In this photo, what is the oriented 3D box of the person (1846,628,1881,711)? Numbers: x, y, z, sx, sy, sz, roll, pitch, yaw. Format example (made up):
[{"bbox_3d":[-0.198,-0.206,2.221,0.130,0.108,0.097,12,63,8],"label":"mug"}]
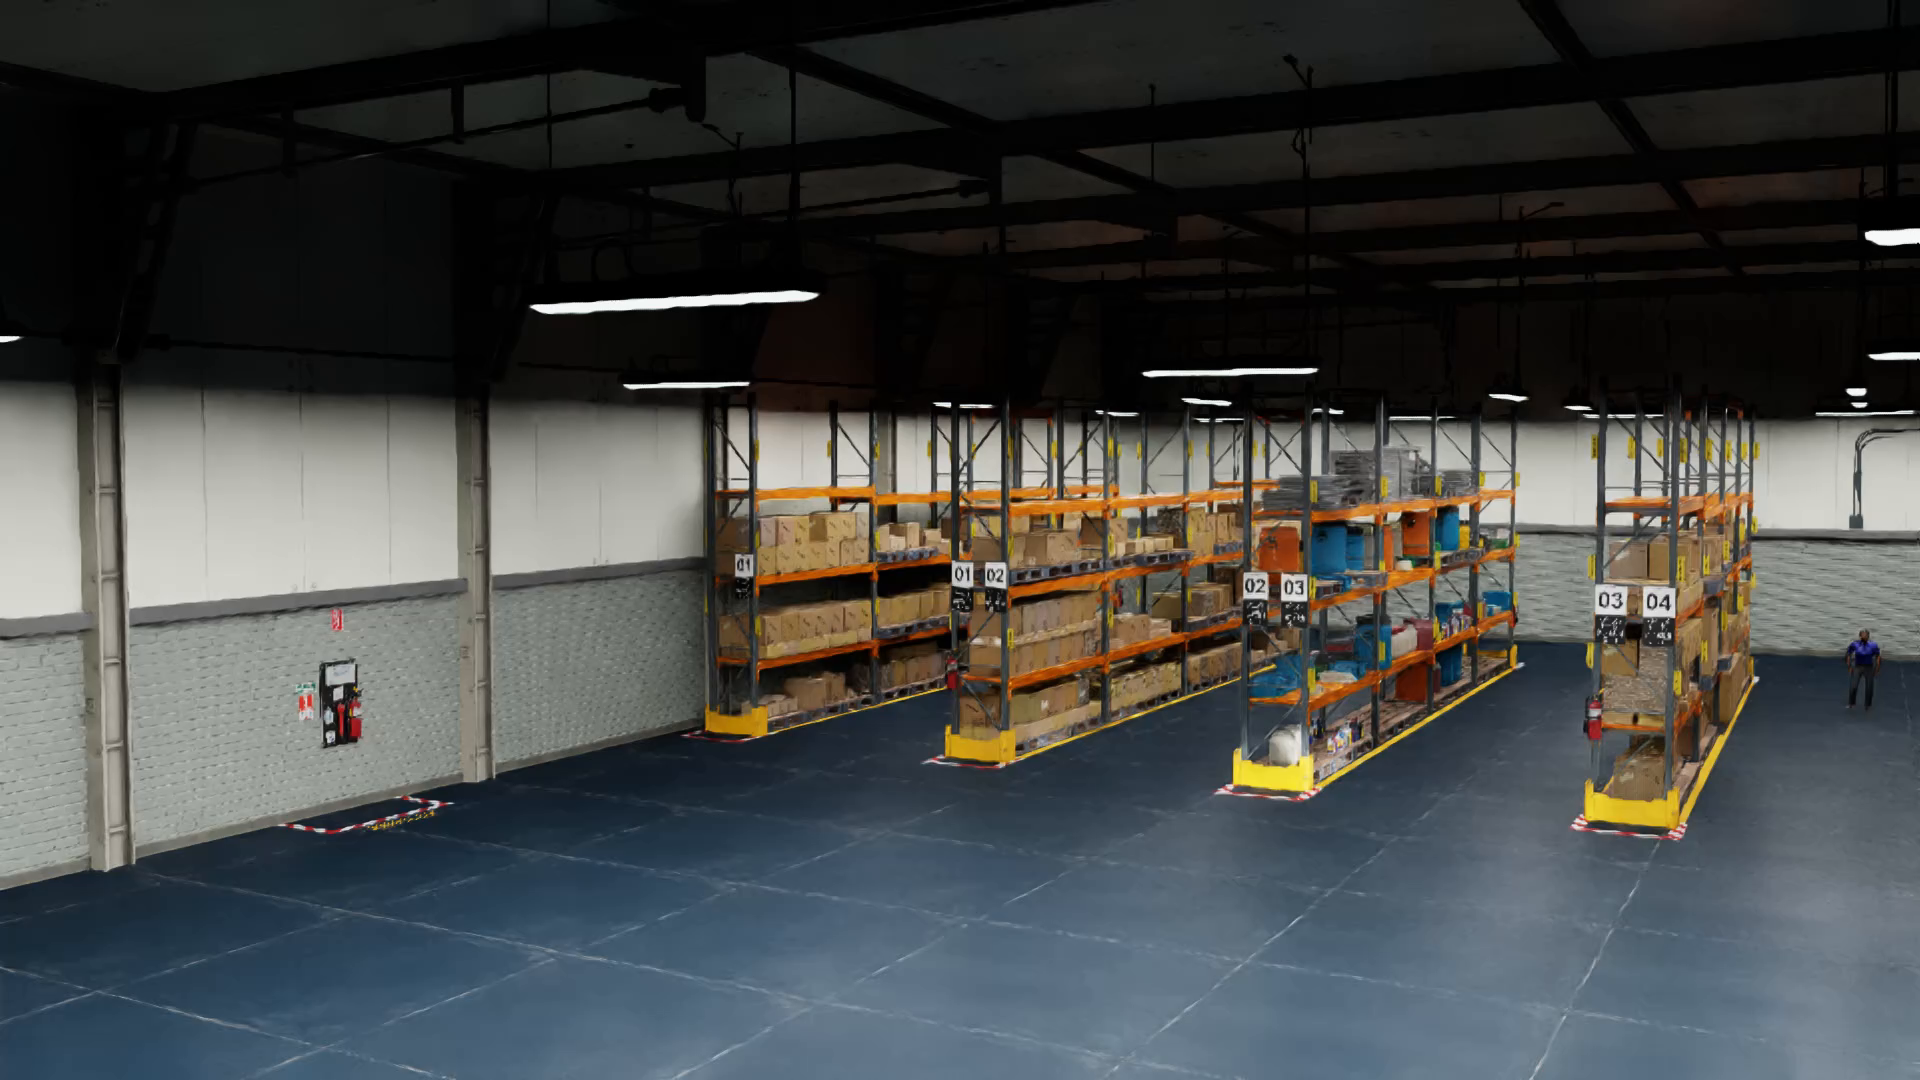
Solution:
[{"bbox_3d":[17.333,2.483,31.924,0.592,1.604,0.518,2,3,26],"label":"person"}]
